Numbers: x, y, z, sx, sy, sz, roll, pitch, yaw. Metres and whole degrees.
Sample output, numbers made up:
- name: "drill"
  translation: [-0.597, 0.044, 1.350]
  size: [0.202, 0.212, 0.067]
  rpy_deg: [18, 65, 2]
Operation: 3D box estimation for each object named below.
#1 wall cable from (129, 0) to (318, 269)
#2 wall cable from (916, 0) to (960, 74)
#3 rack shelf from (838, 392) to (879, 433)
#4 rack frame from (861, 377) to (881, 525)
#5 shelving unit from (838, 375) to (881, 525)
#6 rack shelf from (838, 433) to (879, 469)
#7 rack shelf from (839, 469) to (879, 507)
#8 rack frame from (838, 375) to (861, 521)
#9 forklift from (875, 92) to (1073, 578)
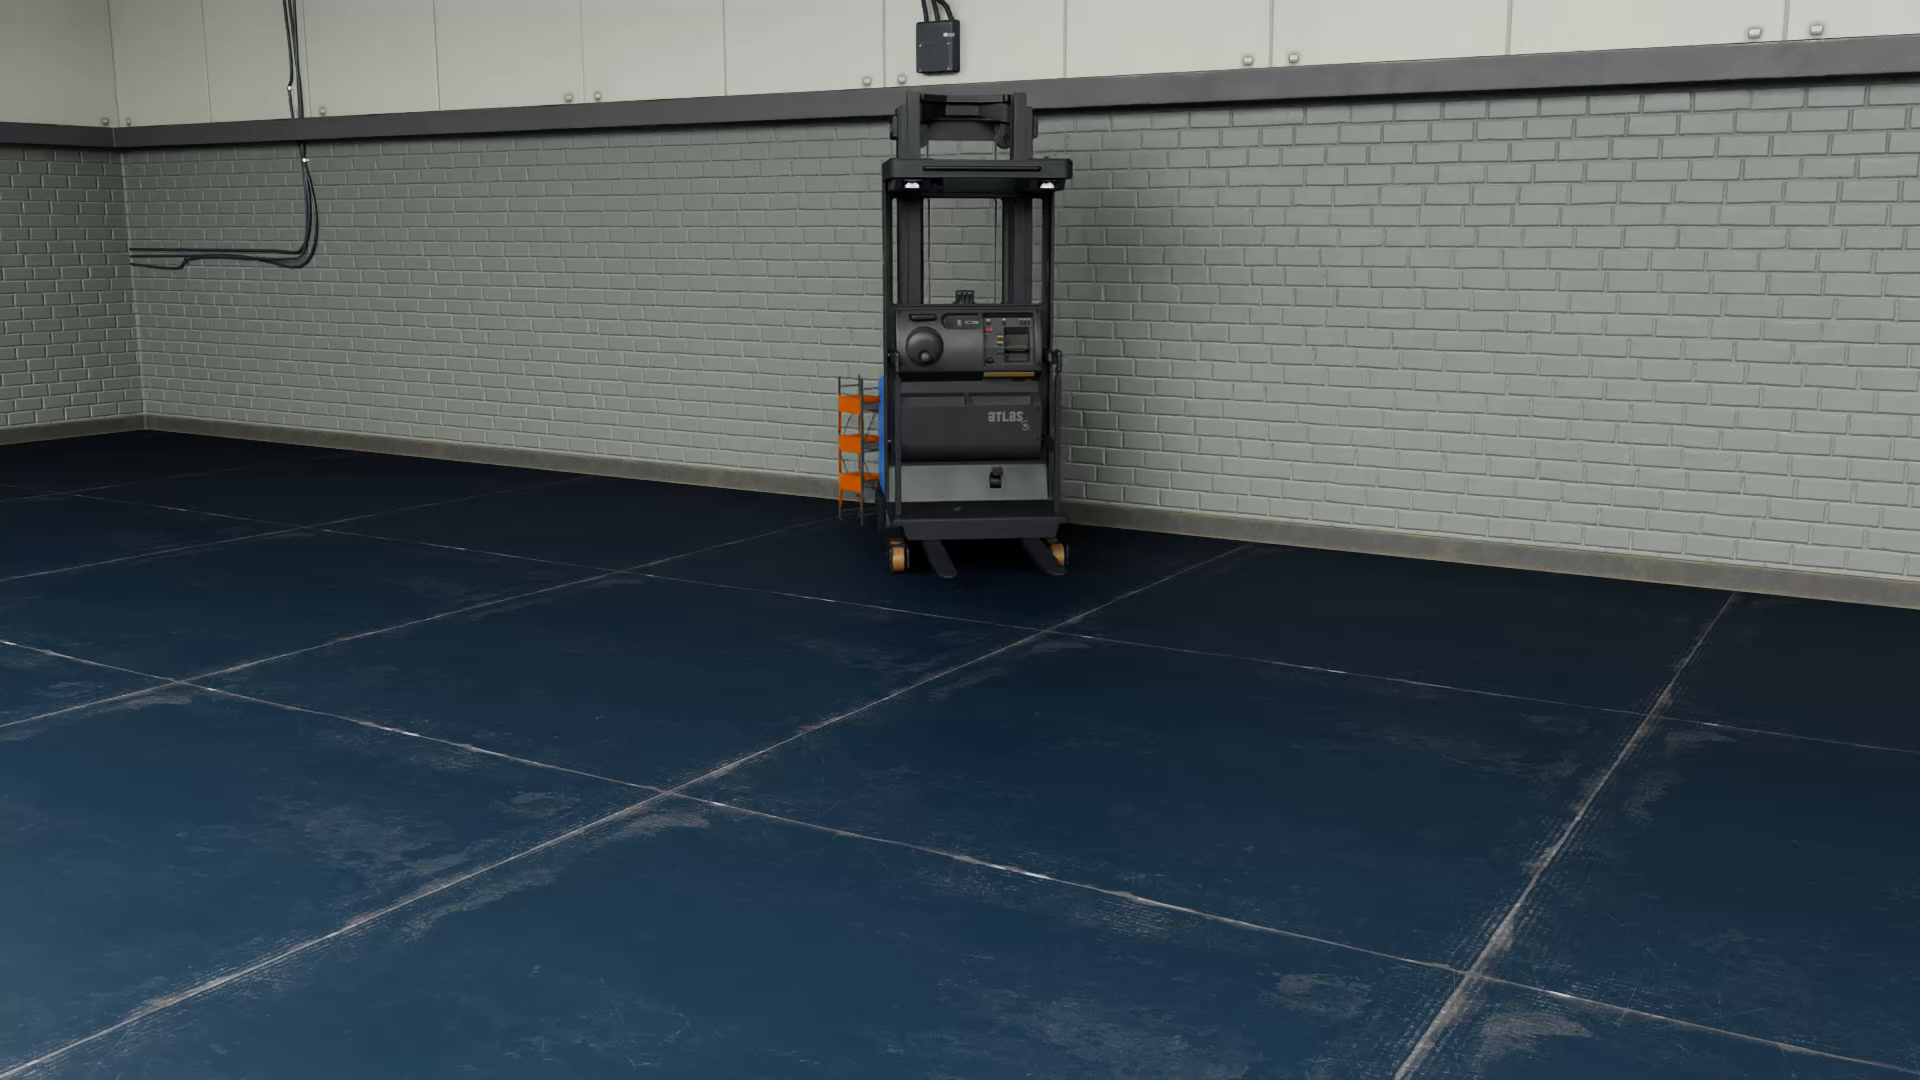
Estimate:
- name: "wall cable"
  translation: [-7.417, -3.930, 16.343]
  size: [3.097, 2.526, 0.112]
  rpy_deg: [6, 12, 31]
- name: "wall cable"
  translation: [0.688, -6.218, 10.886]
  size: [2.305, 6.003, 0.169]
  rpy_deg: [6, 12, 31]
- name: "rack shelf"
  translation: [-0.715, -0.919, 11.932]
  size: [0.215, 0.259, 0.240]
  rpy_deg: [-10, 15, -44]
- name: "rack frame"
  translation: [-0.631, -0.633, 11.898]
  size: [0.200, 1.050, 0.008]
  rpy_deg: [-10, 15, -44]
- name: "shelving unit"
  translation: [-0.717, -0.650, 11.984]
  size: [0.215, 1.050, 0.252]
  rpy_deg: [-10, 15, -44]
- name: "rack shelf"
  translation: [-0.717, -0.640, 11.986]
  size: [0.215, 0.259, 0.240]
  rpy_deg: [-10, 15, -44]
- name: "rack shelf"
  translation: [-0.718, -0.367, 12.039]
  size: [0.215, 0.259, 0.240]
  rpy_deg: [-10, 15, -44]
- name: "rack frame"
  translation: [-0.802, -0.667, 12.069]
  size: [0.200, 1.050, 0.008]
  rpy_deg: [-10, 15, -44]
- name: "forklift"
  translation: [0.081, -1.303, 10.366]
  size: [1.130, 2.935, 3.031]
  rpy_deg: [-1, 11, -6]
